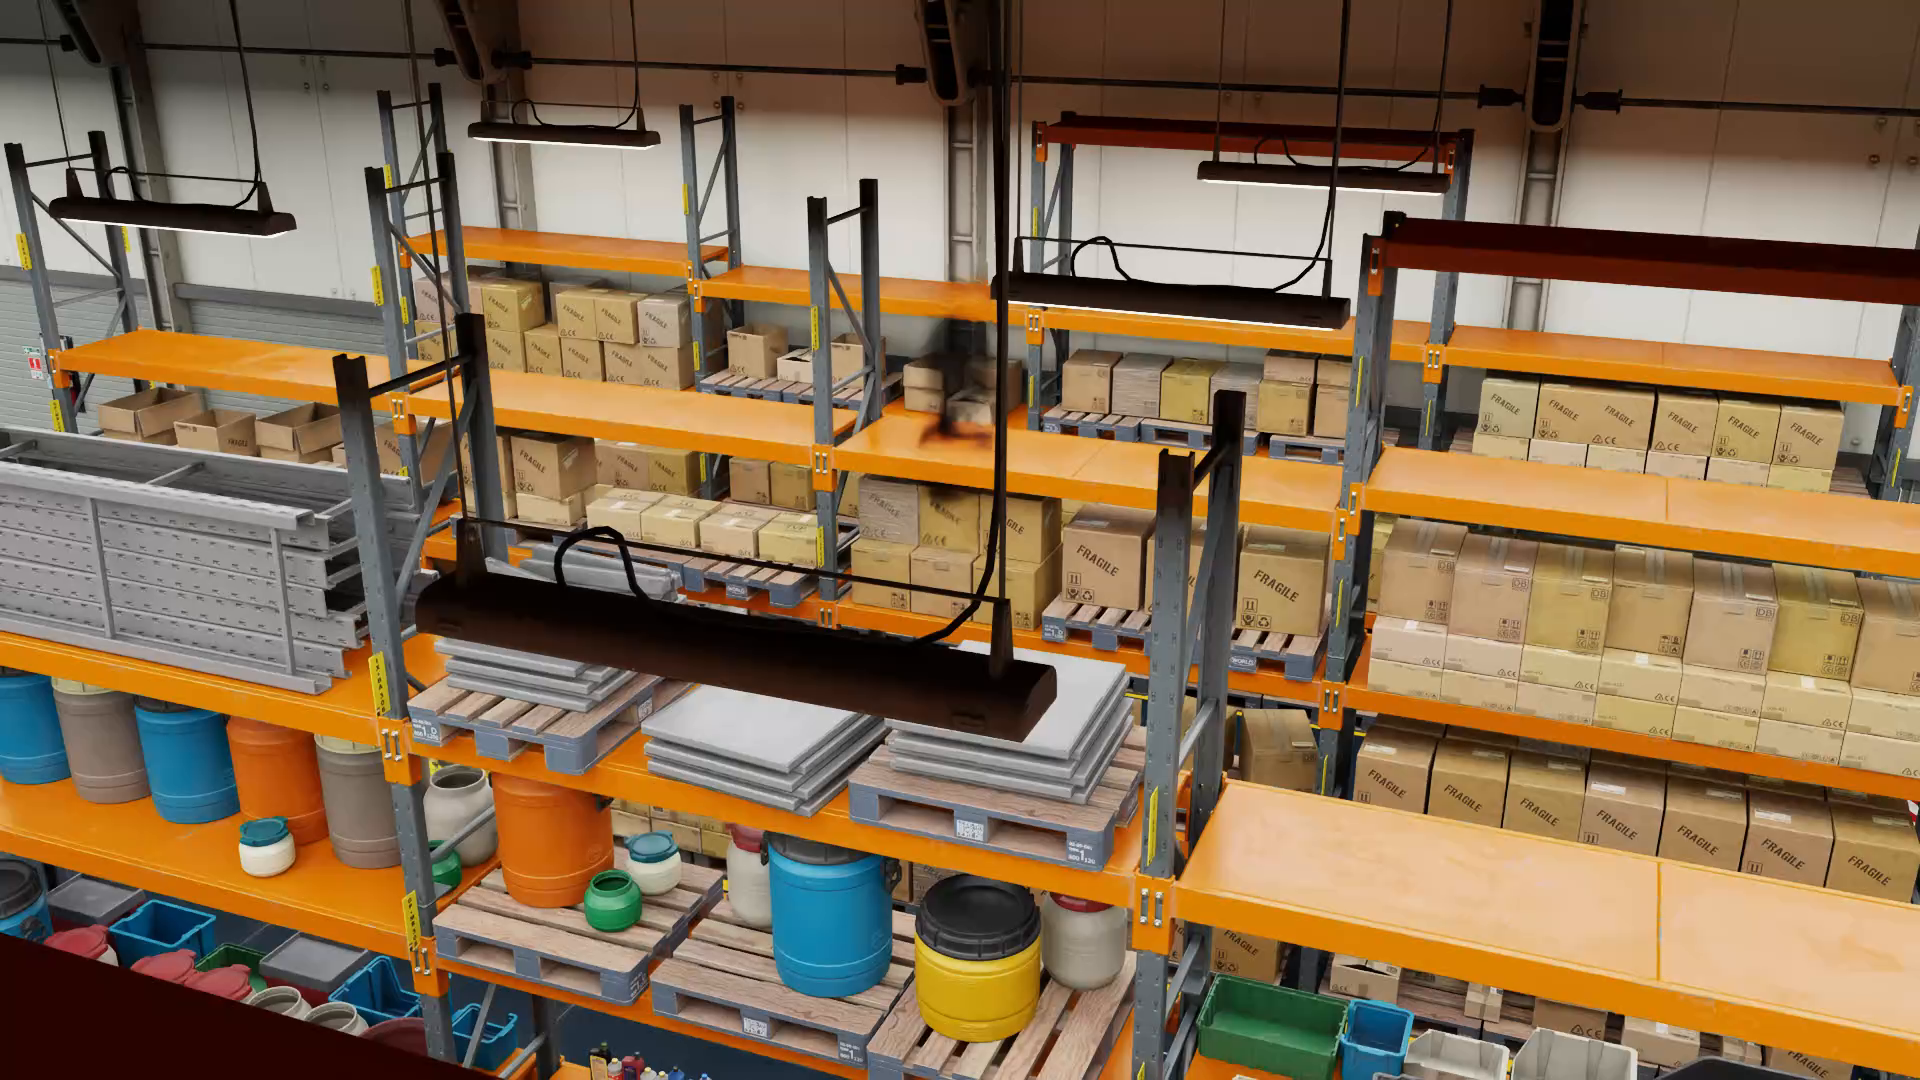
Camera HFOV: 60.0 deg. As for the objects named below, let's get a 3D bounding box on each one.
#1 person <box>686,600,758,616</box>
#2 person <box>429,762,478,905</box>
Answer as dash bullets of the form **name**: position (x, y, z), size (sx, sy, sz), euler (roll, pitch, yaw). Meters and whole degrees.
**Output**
- **person**: position (-2.449, 0.948, 17.432), size (0.832, 1.731, 0.754), euler (5, 22, 14)
- **person**: position (-4.133, 2.528, 13.405), size (0.712, 1.681, 0.685), euler (1, 21, 3)
